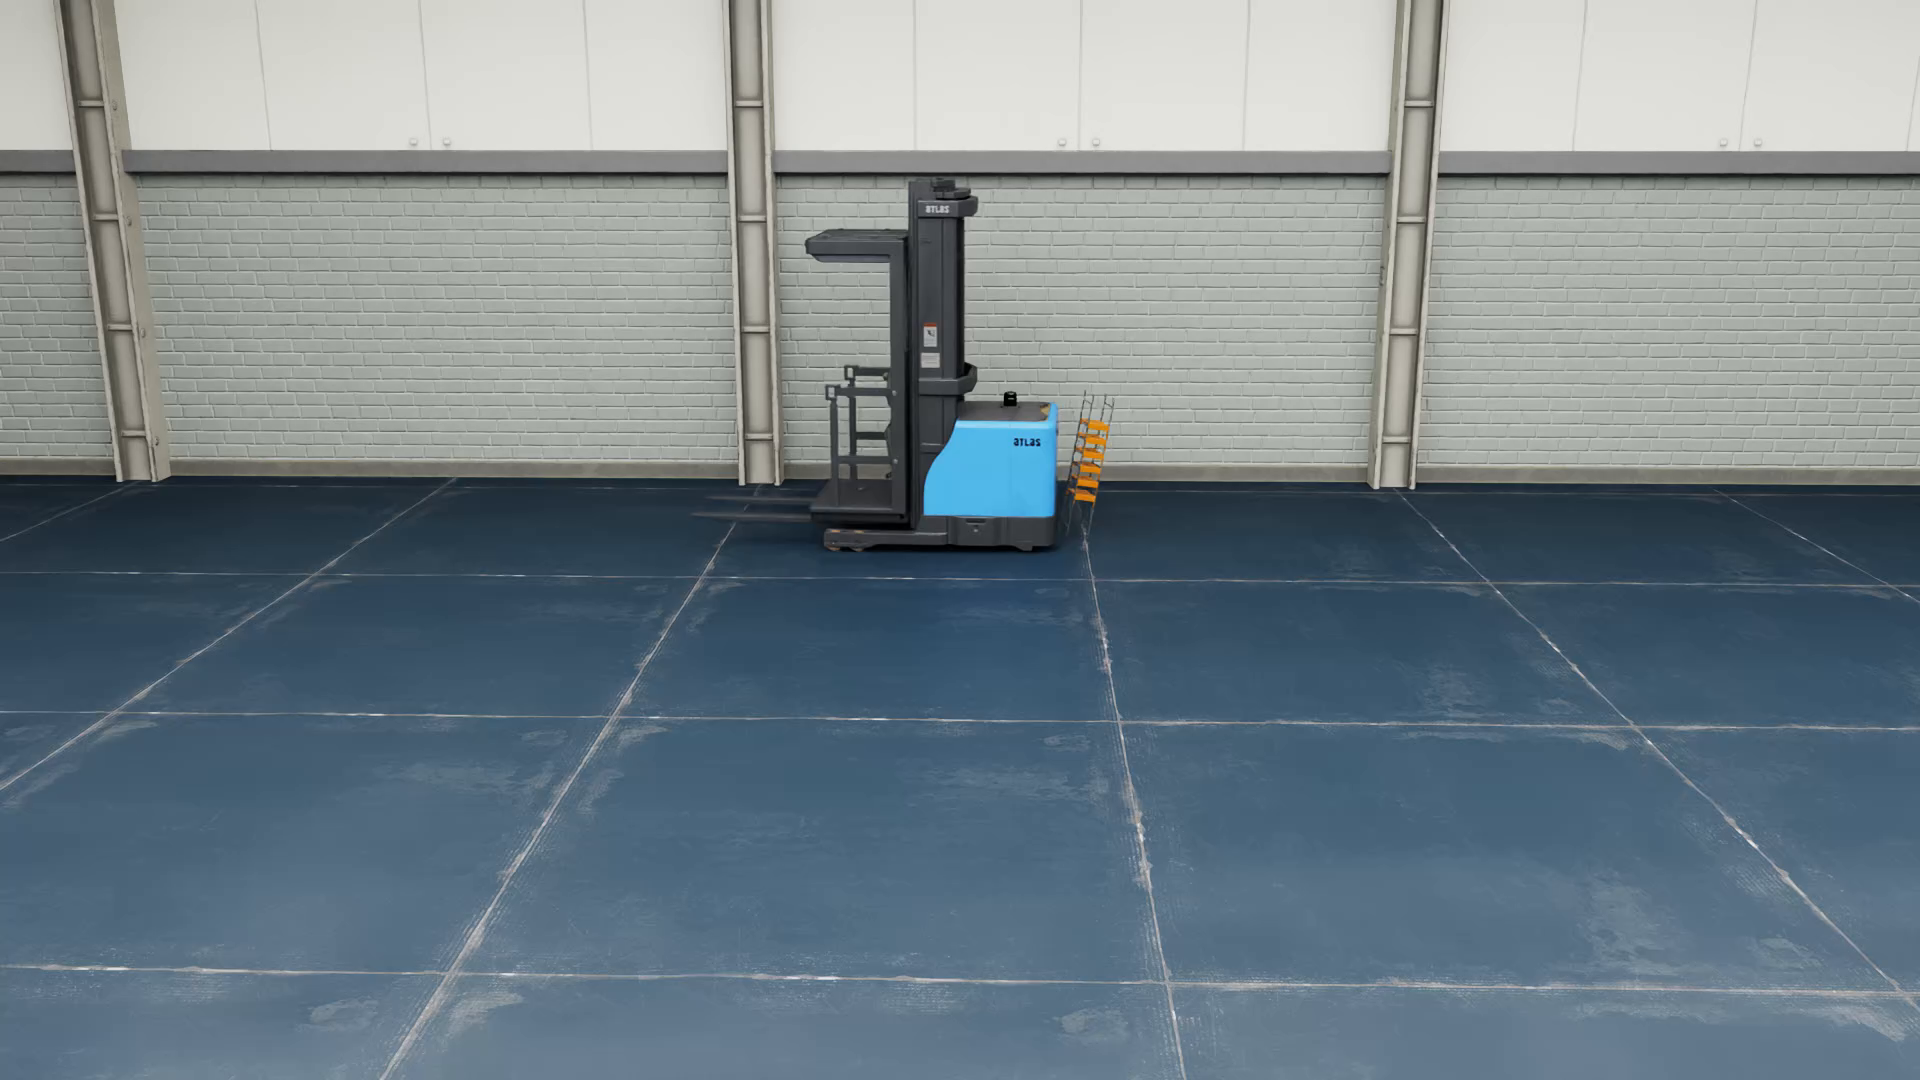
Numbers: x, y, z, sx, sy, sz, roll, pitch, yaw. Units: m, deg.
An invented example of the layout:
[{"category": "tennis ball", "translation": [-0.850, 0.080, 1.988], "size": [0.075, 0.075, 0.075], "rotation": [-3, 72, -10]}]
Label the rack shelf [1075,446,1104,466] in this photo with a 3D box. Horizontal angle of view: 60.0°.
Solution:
[{"category": "rack shelf", "translation": [1.067, -0.703, 13.831], "size": [0.180, 0.103, 0.258], "rotation": [7, 13, -15]}]

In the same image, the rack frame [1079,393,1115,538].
[{"category": "rack frame", "translation": [1.142, -0.620, 13.872], "size": [0.006, 1.200, 0.240], "rotation": [7, 13, -15]}]

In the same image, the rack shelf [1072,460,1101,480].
[{"category": "rack shelf", "translation": [1.046, -0.588, 13.857], "size": [0.180, 0.103, 0.258], "rotation": [7, 13, -15]}]

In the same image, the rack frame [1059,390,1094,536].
[{"category": "rack frame", "translation": [0.966, -0.641, 13.823], "size": [0.006, 1.200, 0.240], "rotation": [7, 13, -15]}]

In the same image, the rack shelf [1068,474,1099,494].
[{"category": "rack shelf", "translation": [1.026, -0.472, 13.882], "size": [0.180, 0.103, 0.258], "rotation": [7, 13, -15]}]

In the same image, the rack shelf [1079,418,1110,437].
[{"category": "rack shelf", "translation": [1.108, -0.934, 13.781], "size": [0.180, 0.103, 0.258], "rotation": [7, 13, -15]}]

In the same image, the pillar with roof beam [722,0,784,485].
[{"category": "pillar with roof beam", "translation": [-2.012, -3.814, 10.655], "size": [0.400, 9.000, 9.100], "rotation": [0, 15, 1]}]

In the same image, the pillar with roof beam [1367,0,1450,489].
[{"category": "pillar with roof beam", "translation": [3.986, -3.775, 10.507], "size": [0.400, 9.000, 9.100], "rotation": [0, 15, 1]}]

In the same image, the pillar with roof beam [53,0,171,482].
[{"category": "pillar with roof beam", "translation": [-8.010, -3.853, 10.803], "size": [0.400, 9.000, 9.100], "rotation": [0, 15, 1]}]

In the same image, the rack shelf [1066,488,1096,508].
[{"category": "rack shelf", "translation": [1.005, -0.357, 13.908], "size": [0.180, 0.103, 0.258], "rotation": [7, 13, -15]}]

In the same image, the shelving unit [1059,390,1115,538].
[{"category": "shelving unit", "translation": [1.054, -0.630, 13.847], "size": [0.189, 1.200, 0.258], "rotation": [7, 13, -15]}]

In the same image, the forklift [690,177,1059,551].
[{"category": "forklift", "translation": [-0.700, -1.460, 13.630], "size": [3.031, 2.935, 1.130], "rotation": [1, 15, 5]}]

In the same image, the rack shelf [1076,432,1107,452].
[{"category": "rack shelf", "translation": [1.087, -0.819, 13.806], "size": [0.180, 0.103, 0.258], "rotation": [7, 13, -15]}]
